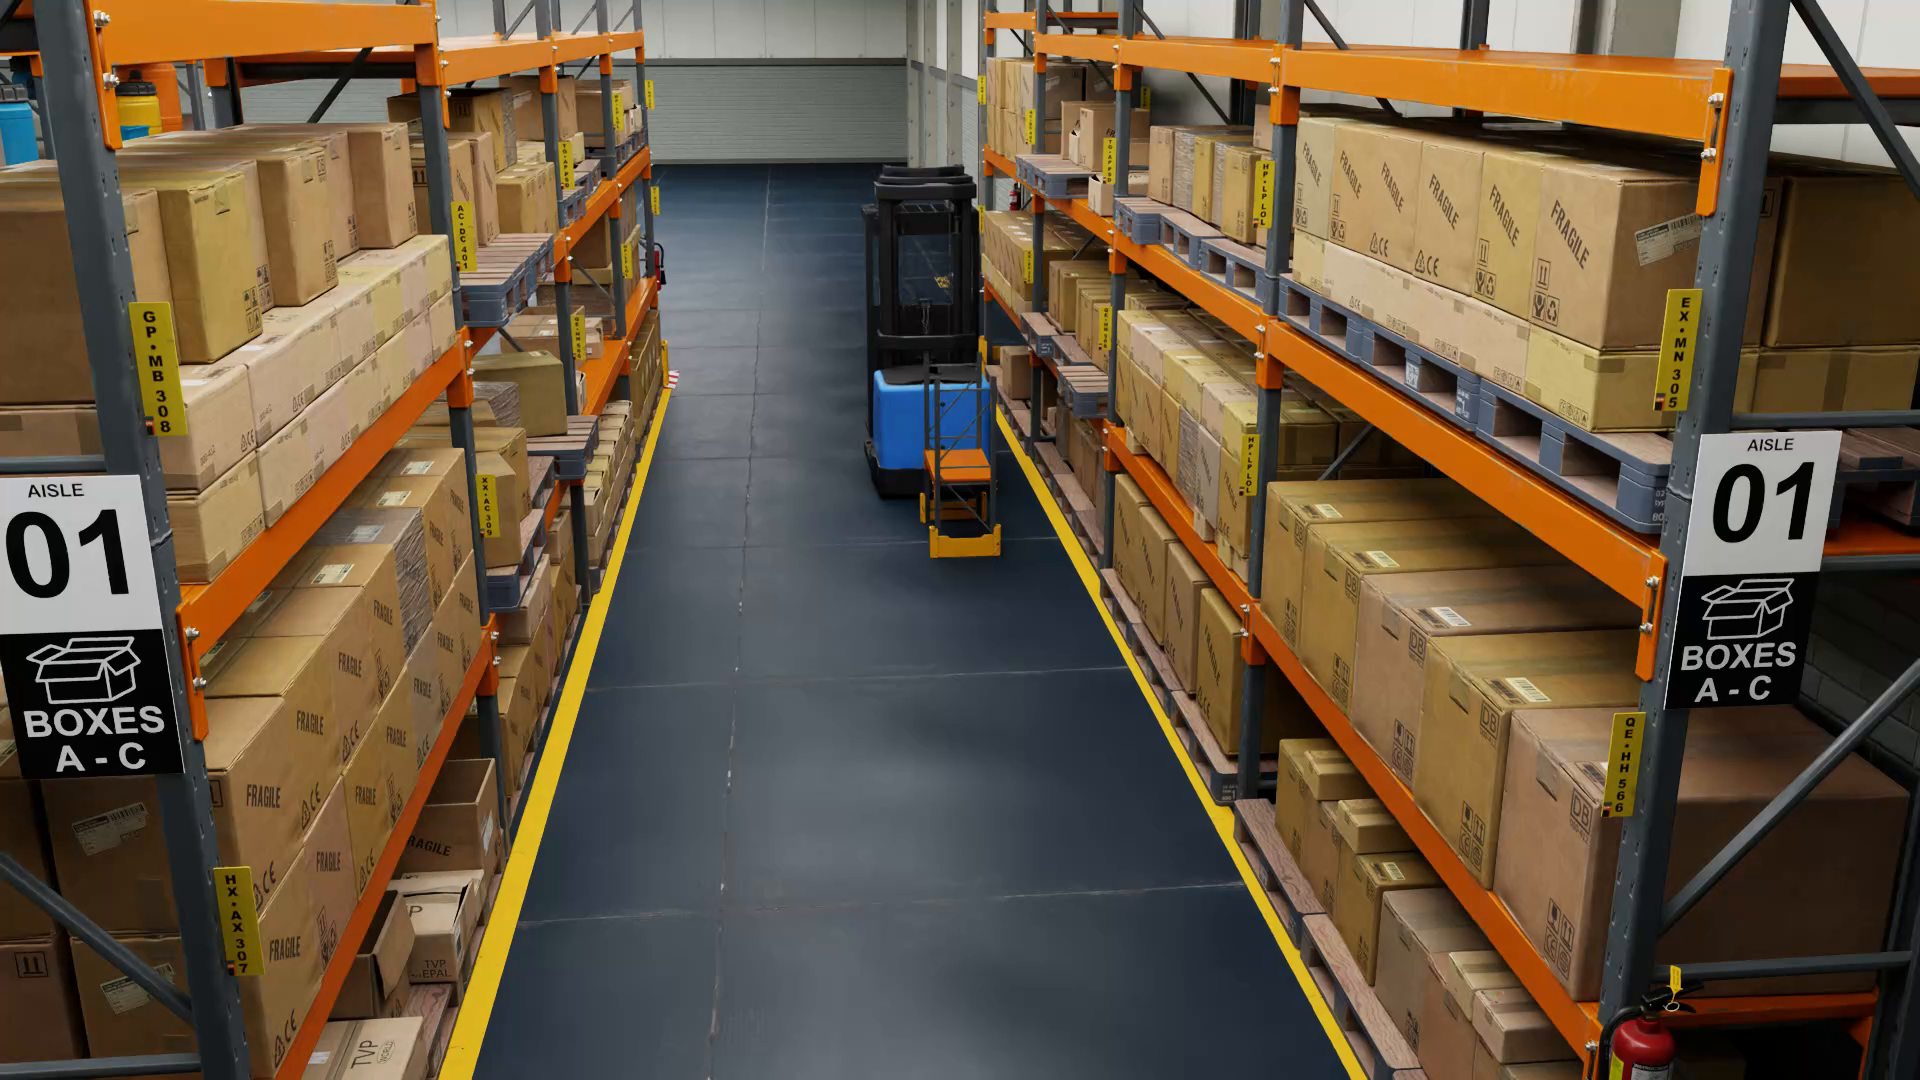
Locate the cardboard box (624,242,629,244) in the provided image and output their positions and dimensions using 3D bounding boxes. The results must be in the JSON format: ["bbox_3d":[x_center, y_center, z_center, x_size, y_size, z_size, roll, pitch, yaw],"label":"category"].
[{"bbox_3d":[-3.735,-3.100,17.792,0.380,0.149,0.250,-2,18,-6],"label":"cardboard box"}]

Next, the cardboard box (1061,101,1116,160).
[{"bbox_3d":[1.190,-3.789,15.361,0.500,0.500,0.500,1,17,2],"label":"cardboard box"}]

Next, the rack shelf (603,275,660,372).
[{"bbox_3d":[-3.920,-2.373,17.930,1.077,0.370,4.000,-2,18,-6],"label":"rack shelf"}]

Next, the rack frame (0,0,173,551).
[{"bbox_3d":[-2.476,-1.408,3.638,1.000,3.000,0.127,-2,18,-6],"label":"rack frame"}]

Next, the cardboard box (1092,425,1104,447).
[{"bbox_3d":[1.445,-0.996,14.528,0.500,0.250,0.500,-2,18,-6],"label":"cardboard box"}]

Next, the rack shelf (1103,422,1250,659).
[{"bbox_3d":[1.832,-0.144,10.829,1.077,0.370,4.000,-2,18,-6],"label":"rack shelf"}]

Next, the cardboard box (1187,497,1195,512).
[{"bbox_3d":[1.634,-0.253,10.361,0.380,0.149,0.250,-2,18,-7],"label":"cardboard box"}]

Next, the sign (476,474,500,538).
[{"bbox_3d":[-2.350,-0.169,8.263,0.100,0.325,0.005,-2,18,-6],"label":"sign"}]

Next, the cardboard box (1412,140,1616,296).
[{"bbox_3d":[2.001,-1.179,6.048,0.500,0.500,0.500,-3,18,-8],"label":"cardboard box"}]

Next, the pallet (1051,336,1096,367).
[{"bbox_3d":[1.381,-1.580,14.522,1.003,0.211,1.213,-2,18,-6],"label":"pallet"}]

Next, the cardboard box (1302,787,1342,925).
[{"bbox_3d":[2.062,1.477,7.938,0.700,0.500,0.500,-2,18,-6],"label":"cardboard box"}]

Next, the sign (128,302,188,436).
[{"bbox_3d":[-1.936,-0.410,4.009,0.100,0.325,0.005,-2,18,-6],"label":"sign"}]

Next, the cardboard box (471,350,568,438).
[{"bbox_3d":[-3.124,-0.993,11.464,0.700,0.500,0.500,-8,19,-24],"label":"cardboard box"}]

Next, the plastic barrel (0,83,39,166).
[{"bbox_3d":[-8.373,-3.494,14.455,0.600,0.901,0.708,-2,18,-6],"label":"plastic barrel"}]

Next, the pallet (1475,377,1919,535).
[{"bbox_3d":[2.364,-0.309,5.294,1.003,0.211,1.213,-2,18,-6],"label":"pallet"}]

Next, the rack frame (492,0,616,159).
[{"bbox_3d":[-3.714,-4.983,15.026,1.000,3.000,0.127,-2,18,-6],"label":"rack frame"}]

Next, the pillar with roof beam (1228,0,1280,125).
[{"bbox_3d":[-1.930,-4.226,12.616,9.100,9.000,0.400,-2,18,-6],"label":"pillar with roof beam"}]

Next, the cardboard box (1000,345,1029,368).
[{"bbox_3d":[0.782,-2.185,19.883,0.500,0.311,0.500,-4,18,-12],"label":"cardboard box"}]

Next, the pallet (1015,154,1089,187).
[{"bbox_3d":[1.171,-3.429,15.398,1.213,0.211,1.003,-2,18,-6],"label":"pallet"}]

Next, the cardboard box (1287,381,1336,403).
[{"bbox_3d":[2.189,-0.749,9.606,0.500,0.250,0.500,-2,17,-5],"label":"cardboard box"}]

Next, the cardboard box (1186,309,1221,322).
[{"bbox_3d":[1.930,-1.513,12.039,0.500,0.250,0.500,-1,17,-4],"label":"cardboard box"}]

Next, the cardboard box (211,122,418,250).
[{"bbox_3d":[-2.801,-1.549,7.260,0.700,0.500,0.500,-2,18,-6],"label":"cardboard box"}]

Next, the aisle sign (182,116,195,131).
[{"bbox_3d":[-8.766,-4.431,18.944,0.394,0.787,0.004,-2,18,-6],"label":"aisle sign"}]

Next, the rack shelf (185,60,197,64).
[{"bbox_3d":[-8.847,-4.893,16.607,1.077,0.370,4.000,-2,18,-6],"label":"rack shelf"}]

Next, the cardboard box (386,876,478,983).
[{"bbox_3d":[-2.470,1.720,7.444,0.500,0.311,0.500,-2,18,-6],"label":"cardboard box"}]

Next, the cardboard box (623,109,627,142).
[{"bbox_3d":[-3.559,-4.095,16.421,0.500,0.311,0.500,-3,18,-9],"label":"cardboard box"}]

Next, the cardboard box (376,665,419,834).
[{"bbox_3d":[-2.417,0.814,6.408,0.500,0.500,0.500,-2,17,-5],"label":"cardboard box"}]

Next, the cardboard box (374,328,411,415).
[{"bbox_3d":[-2.473,-0.662,6.521,0.500,0.250,0.500,-2,18,-6],"label":"cardboard box"}]

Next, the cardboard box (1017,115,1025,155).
[{"bbox_3d":[0.876,-4.057,16.884,0.500,0.500,0.500,-3,18,-10],"label":"cardboard box"}]

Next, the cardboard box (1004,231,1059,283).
[{"bbox_3d":[0.758,-3.001,17.693,0.500,0.500,0.500,-2,18,-7],"label":"cardboard box"}]

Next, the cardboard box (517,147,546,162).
[{"bbox_3d":[-3.524,-2.949,13.103,0.500,0.250,0.500,-2,18,-7],"label":"cardboard box"}]

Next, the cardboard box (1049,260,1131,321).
[{"bbox_3d":[1.232,-2.380,15.848,0.700,0.500,0.500,-2,18,-5],"label":"cardboard box"}]

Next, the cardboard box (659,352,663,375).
[{"bbox_3d":[-3.777,-2.050,19.589,0.500,0.250,0.500,-2,18,-6],"label":"cardboard box"}]

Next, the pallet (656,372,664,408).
[{"bbox_3d":[-4.006,-1.756,19.416,1.003,0.211,1.213,-2,18,-6],"label":"pallet"}]

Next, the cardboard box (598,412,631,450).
[{"bbox_3d":[-3.327,-1.010,15.340,0.500,0.311,0.500,-1,17,-4],"label":"cardboard box"}]

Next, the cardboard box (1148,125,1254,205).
[{"bbox_3d":[1.732,-2.632,11.643,0.700,0.500,0.500,-3,18,-10],"label":"cardboard box"}]

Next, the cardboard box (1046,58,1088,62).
[{"bbox_3d":[1.172,-5.149,18.694,0.500,0.500,0.500,-1,17,-2],"label":"cardboard box"}]

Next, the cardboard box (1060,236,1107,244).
[{"bbox_3d":[1.323,-2.871,17.280,0.500,0.500,0.500,-2,18,-6],"label":"cardboard box"}]

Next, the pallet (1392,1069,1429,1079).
[{"bbox_3d":[2.290,2.395,6.196,1.003,0.211,1.213,-2,18,-6],"label":"pallet"}]

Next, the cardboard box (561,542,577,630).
[{"bbox_3d":[-2.971,0.325,11.572,0.500,0.500,0.500,-1,17,-3],"label":"cardboard box"}]

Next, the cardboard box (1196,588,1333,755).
[{"bbox_3d":[1.842,0.744,9.686,0.750,0.750,0.750,-2,17,-5],"label":"cardboard box"}]

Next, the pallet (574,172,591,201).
[{"bbox_3d":[-3.578,-2.802,13.403,1.003,0.211,1.213,-1,17,-3],"label":"pallet"}]

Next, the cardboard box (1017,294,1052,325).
[{"bbox_3d":[0.863,-2.345,16.854,0.500,0.250,0.500,-2,18,-6],"label":"cardboard box"}]

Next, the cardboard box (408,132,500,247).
[{"bbox_3d":[-3.008,-2.014,9.541,0.600,0.600,0.600,-2,18,-8],"label":"cardboard box"}]

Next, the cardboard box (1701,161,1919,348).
[{"bbox_3d":[2.616,-0.890,5.127,0.500,0.500,0.500,-2,18,-8],"label":"cardboard box"}]

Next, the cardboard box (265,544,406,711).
[{"bbox_3d":[-2.421,0.333,6.271,0.500,0.500,0.500,-2,18,-6],"label":"cardboard box"}]

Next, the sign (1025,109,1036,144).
[{"bbox_3d":[0.674,-3.934,15.828,0.100,0.325,0.005,-2,18,-6],"label":"sign"}]

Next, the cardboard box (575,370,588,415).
[{"bbox_3d":[-3.201,-1.159,13.009,0.500,0.311,0.500,-2,18,-6],"label":"cardboard box"}]

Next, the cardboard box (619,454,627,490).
[{"bbox_3d":[-3.279,-0.591,14.942,0.500,0.250,0.500,-1,17,-4],"label":"cardboard box"}]

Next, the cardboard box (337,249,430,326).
[{"bbox_3d":[-2.520,-1.050,6.921,0.500,0.250,0.500,-2,18,-6],"label":"cardboard box"}]

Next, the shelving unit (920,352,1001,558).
[{"bbox_3d":[-0.008,-0.738,14.025,0.587,1.500,1.083,-2,18,-6],"label":"shelving unit"}]

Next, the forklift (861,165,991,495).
[{"bbox_3d":[-0.388,-2.211,16.326,1.130,2.935,3.031,-2,18,-6],"label":"forklift"}]

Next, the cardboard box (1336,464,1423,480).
[{"bbox_3d":[2.241,-0.235,9.222,0.500,0.500,0.500,-2,18,-8],"label":"cardboard box"}]

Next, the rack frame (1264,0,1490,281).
[{"bbox_3d":[2.038,-2.754,7.925,1.000,3.000,0.127,-2,18,-6],"label":"rack frame"}]
